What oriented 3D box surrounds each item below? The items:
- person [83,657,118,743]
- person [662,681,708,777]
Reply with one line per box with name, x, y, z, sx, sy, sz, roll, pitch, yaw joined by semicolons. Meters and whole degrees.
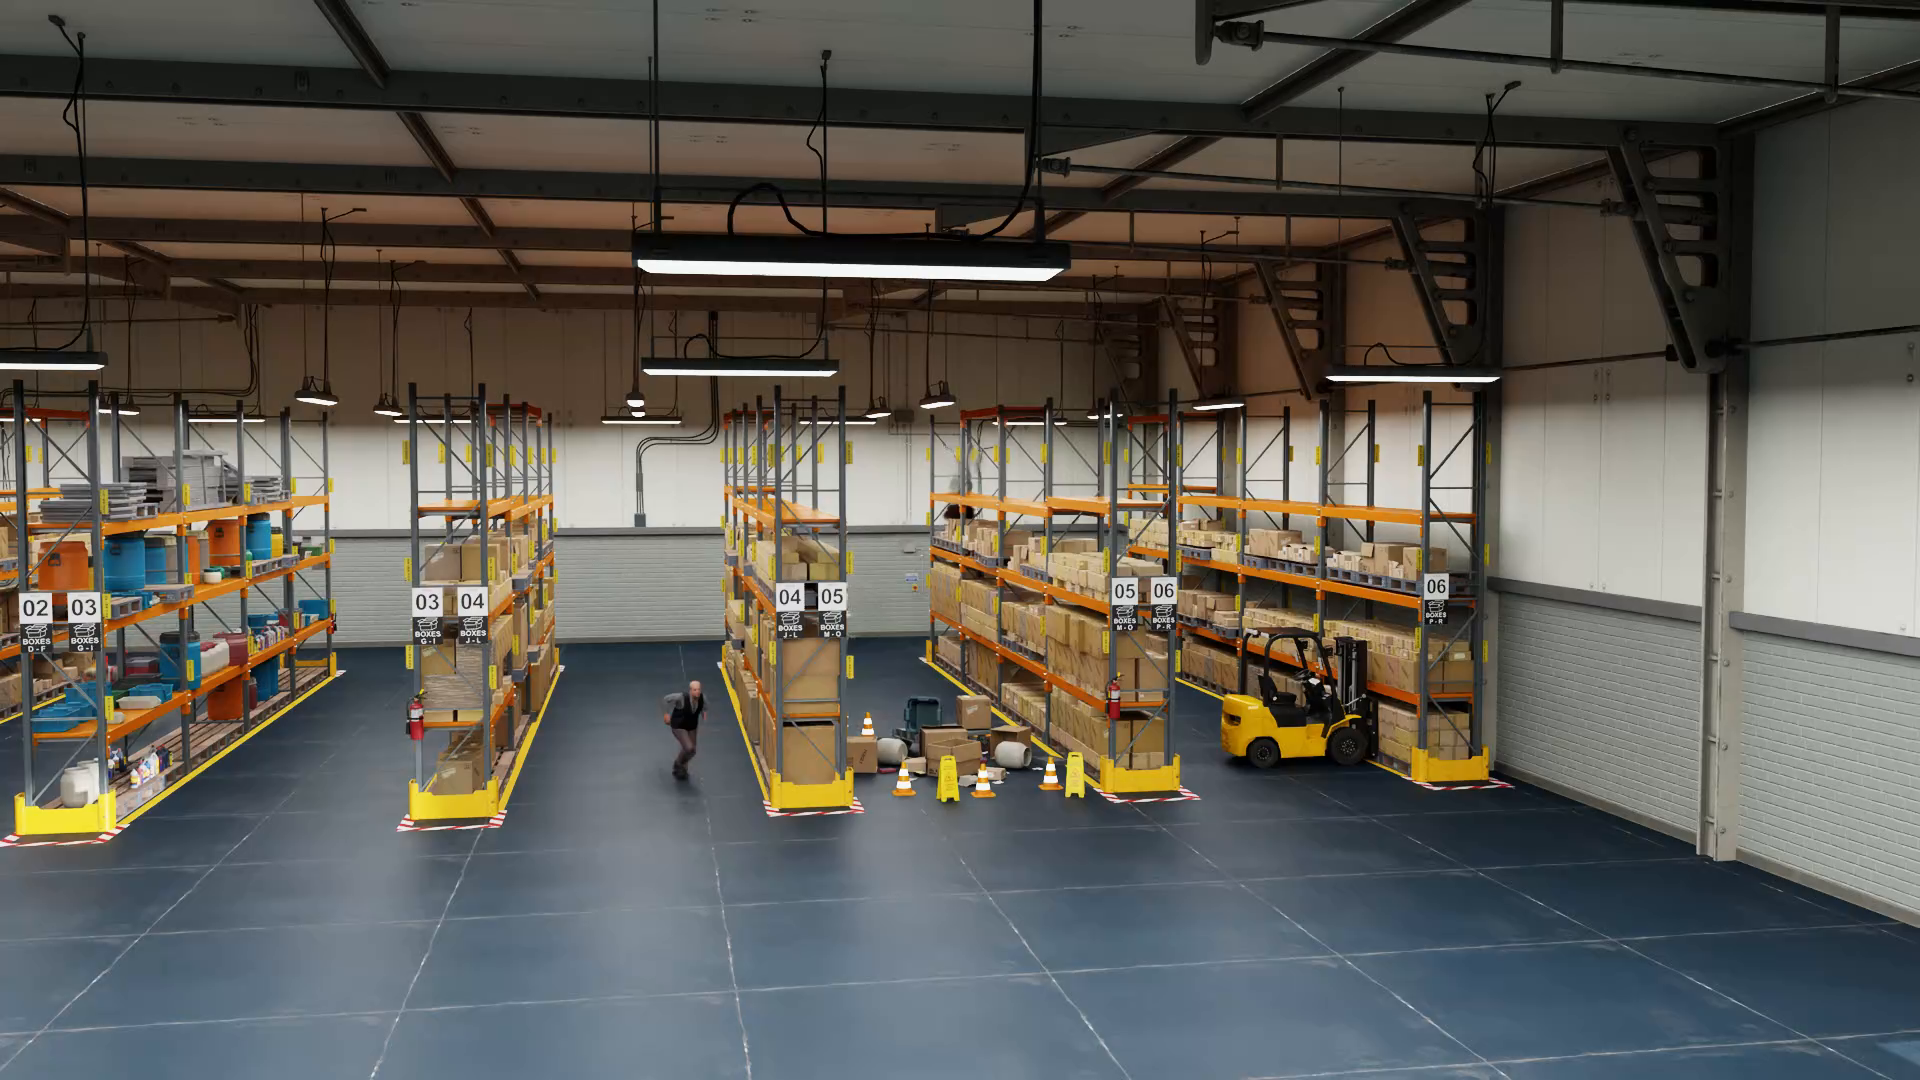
person;-14.801;2.755;28.743;0.695;1.592;0.820;-1;3;-12
person;-4.227;2.918;25.572;0.688;1.549;0.918;-2;4;-38
